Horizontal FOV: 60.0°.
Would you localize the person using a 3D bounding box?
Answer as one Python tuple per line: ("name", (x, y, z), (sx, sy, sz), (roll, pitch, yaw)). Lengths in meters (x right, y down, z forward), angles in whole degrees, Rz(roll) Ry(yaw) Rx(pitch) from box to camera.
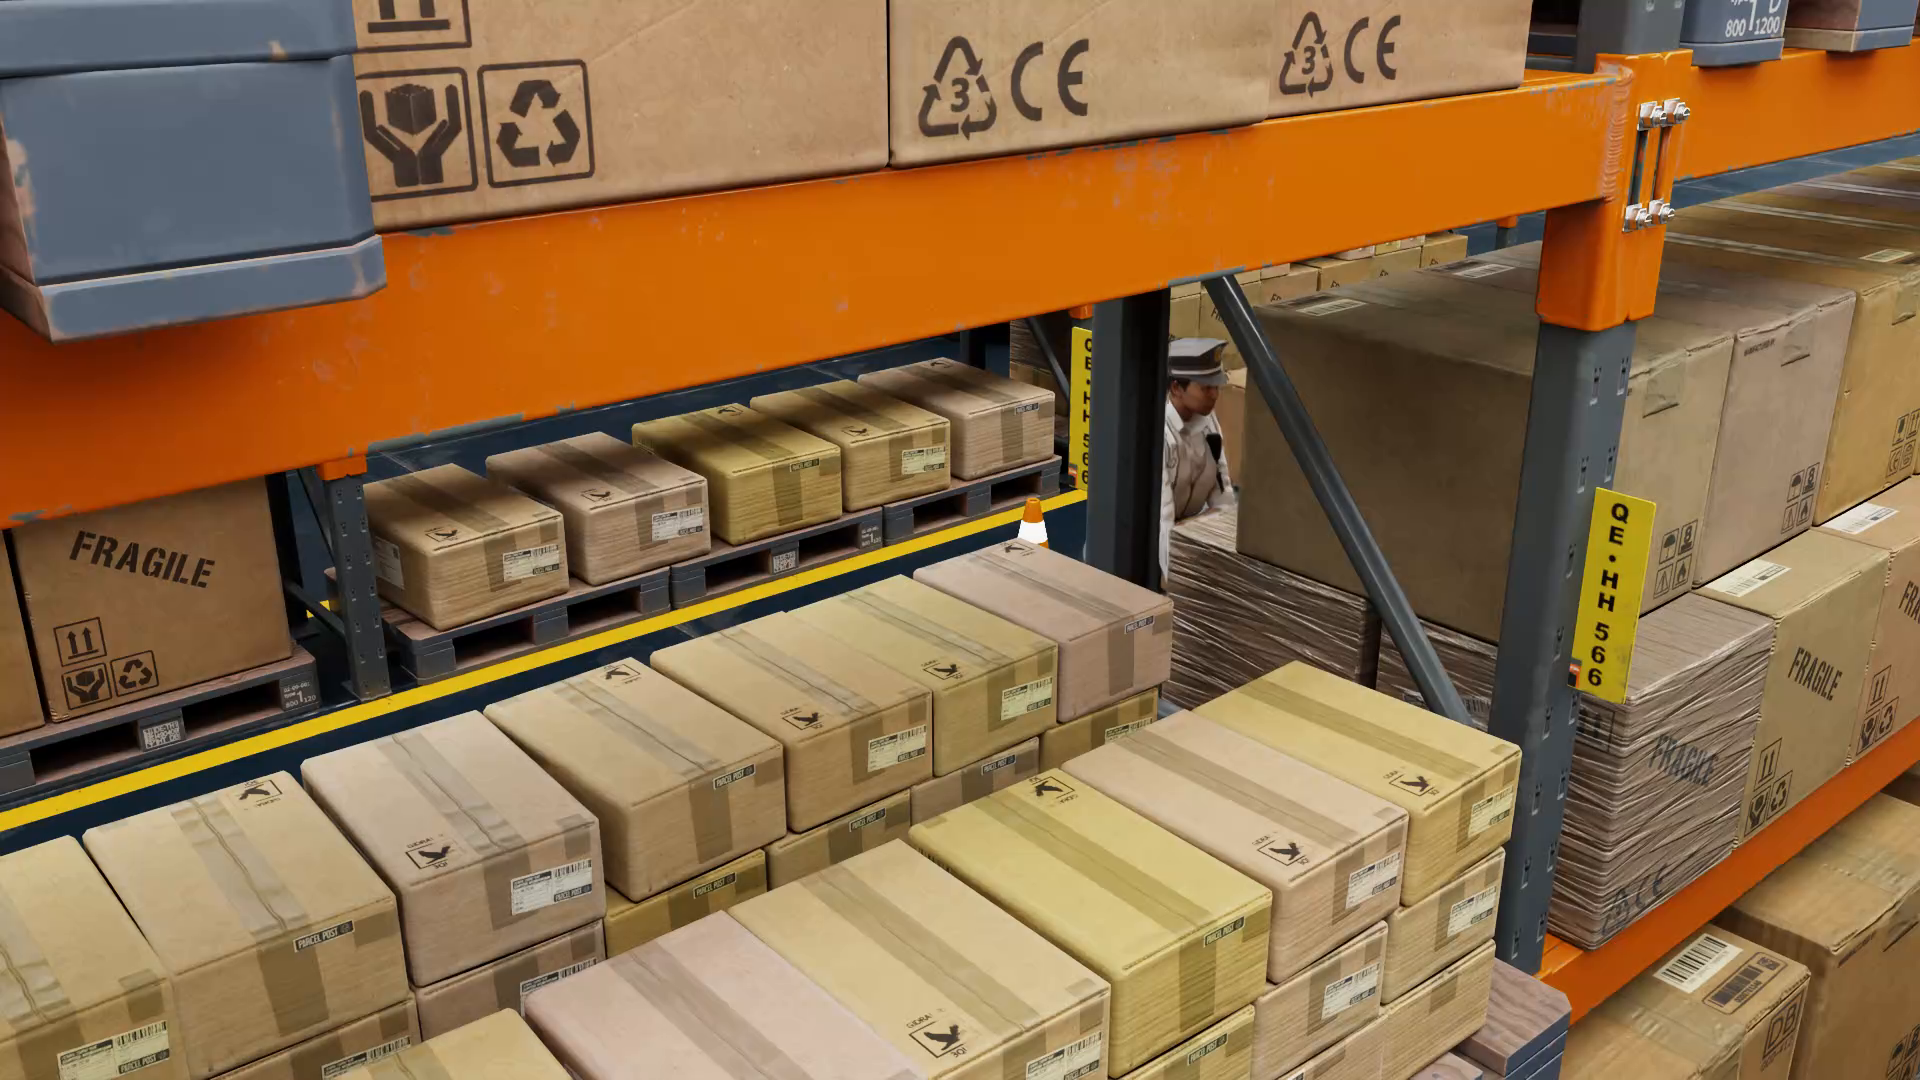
("person", (0.757, 0.083, 5.902), (0.416, 1.648, 0.551), (-18, 27, -38))
